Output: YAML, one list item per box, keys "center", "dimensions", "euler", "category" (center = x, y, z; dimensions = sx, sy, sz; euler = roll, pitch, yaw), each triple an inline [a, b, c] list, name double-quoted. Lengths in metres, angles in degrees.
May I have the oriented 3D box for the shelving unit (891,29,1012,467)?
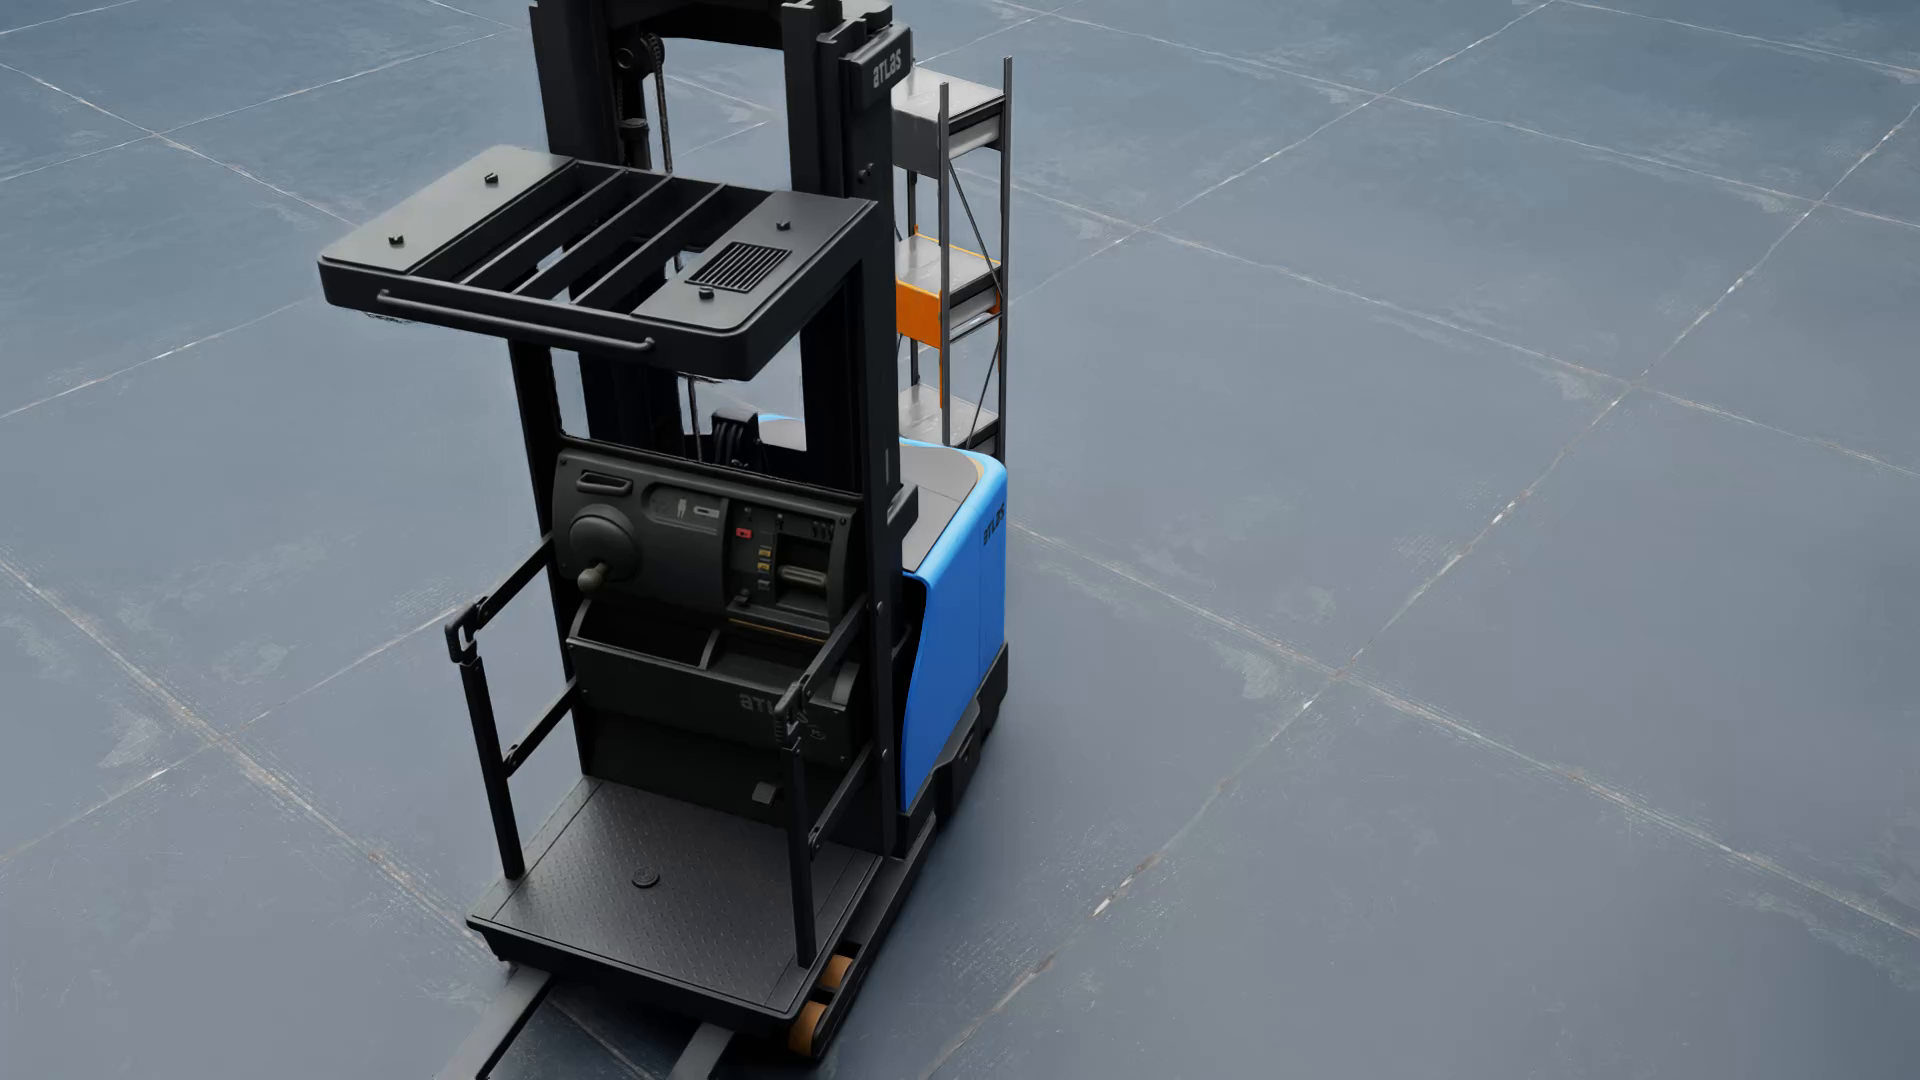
- center: [-0.127, -0.926, 6.743]
  dimensions: [0.503, 2.100, 0.431]
  euler: [25, 42, 32]
  category: "shelving unit"

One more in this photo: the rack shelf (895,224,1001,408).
- center: [-0.127, -0.914, 6.751]
  dimensions: [0.480, 0.518, 0.431]
  euler: [25, 42, 32]
  category: "rack shelf"

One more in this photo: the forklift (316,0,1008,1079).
- center: [-0.814, 0.073, 4.554]
  dimensions: [1.130, 2.935, 3.031]
  euler: [12, 36, 17]
  category: "forklift"

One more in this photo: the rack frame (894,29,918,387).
- center: [-0.315, -1.014, 6.872]
  dimensions: [0.015, 2.100, 0.400]
  euler: [25, 42, 32]
  category: "rack frame"

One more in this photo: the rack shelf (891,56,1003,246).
- center: [-0.127, -1.491, 6.354]
  dimensions: [0.480, 0.518, 0.431]
  euler: [25, 42, 32]
  category: "rack shelf"

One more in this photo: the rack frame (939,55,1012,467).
- center: [0.060, -0.837, 6.614]
  dimensions: [0.015, 2.100, 0.400]
  euler: [25, 42, 32]
  category: "rack frame"

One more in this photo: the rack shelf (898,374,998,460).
- center: [-0.127, -0.337, 7.147]
  dimensions: [0.480, 0.518, 0.431]
  euler: [25, 42, 32]
  category: "rack shelf"
